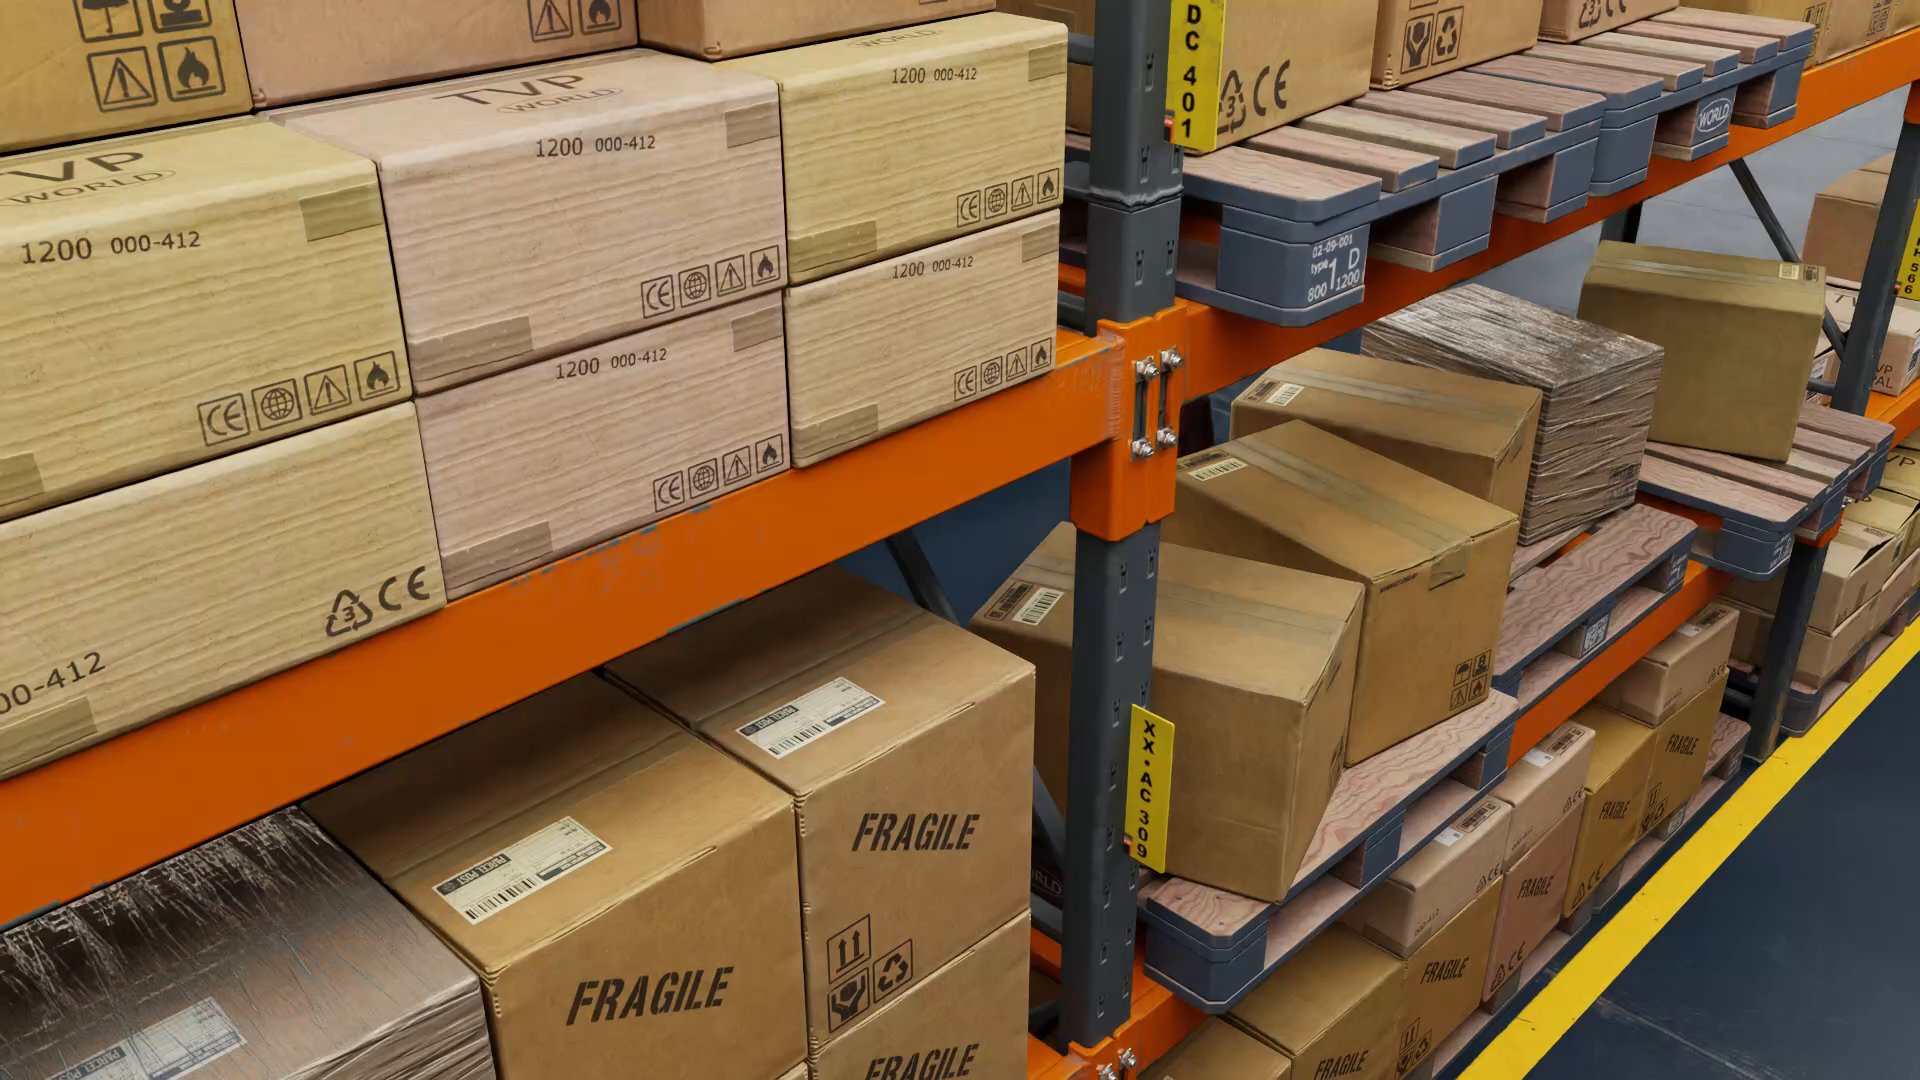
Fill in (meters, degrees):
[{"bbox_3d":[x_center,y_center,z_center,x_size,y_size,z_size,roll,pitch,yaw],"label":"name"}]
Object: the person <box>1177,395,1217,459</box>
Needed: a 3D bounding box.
[{"bbox_3d":[0.820,-0.378,6.851,0.423,1.817,0.623,-22,35,-36],"label":"person"}]
